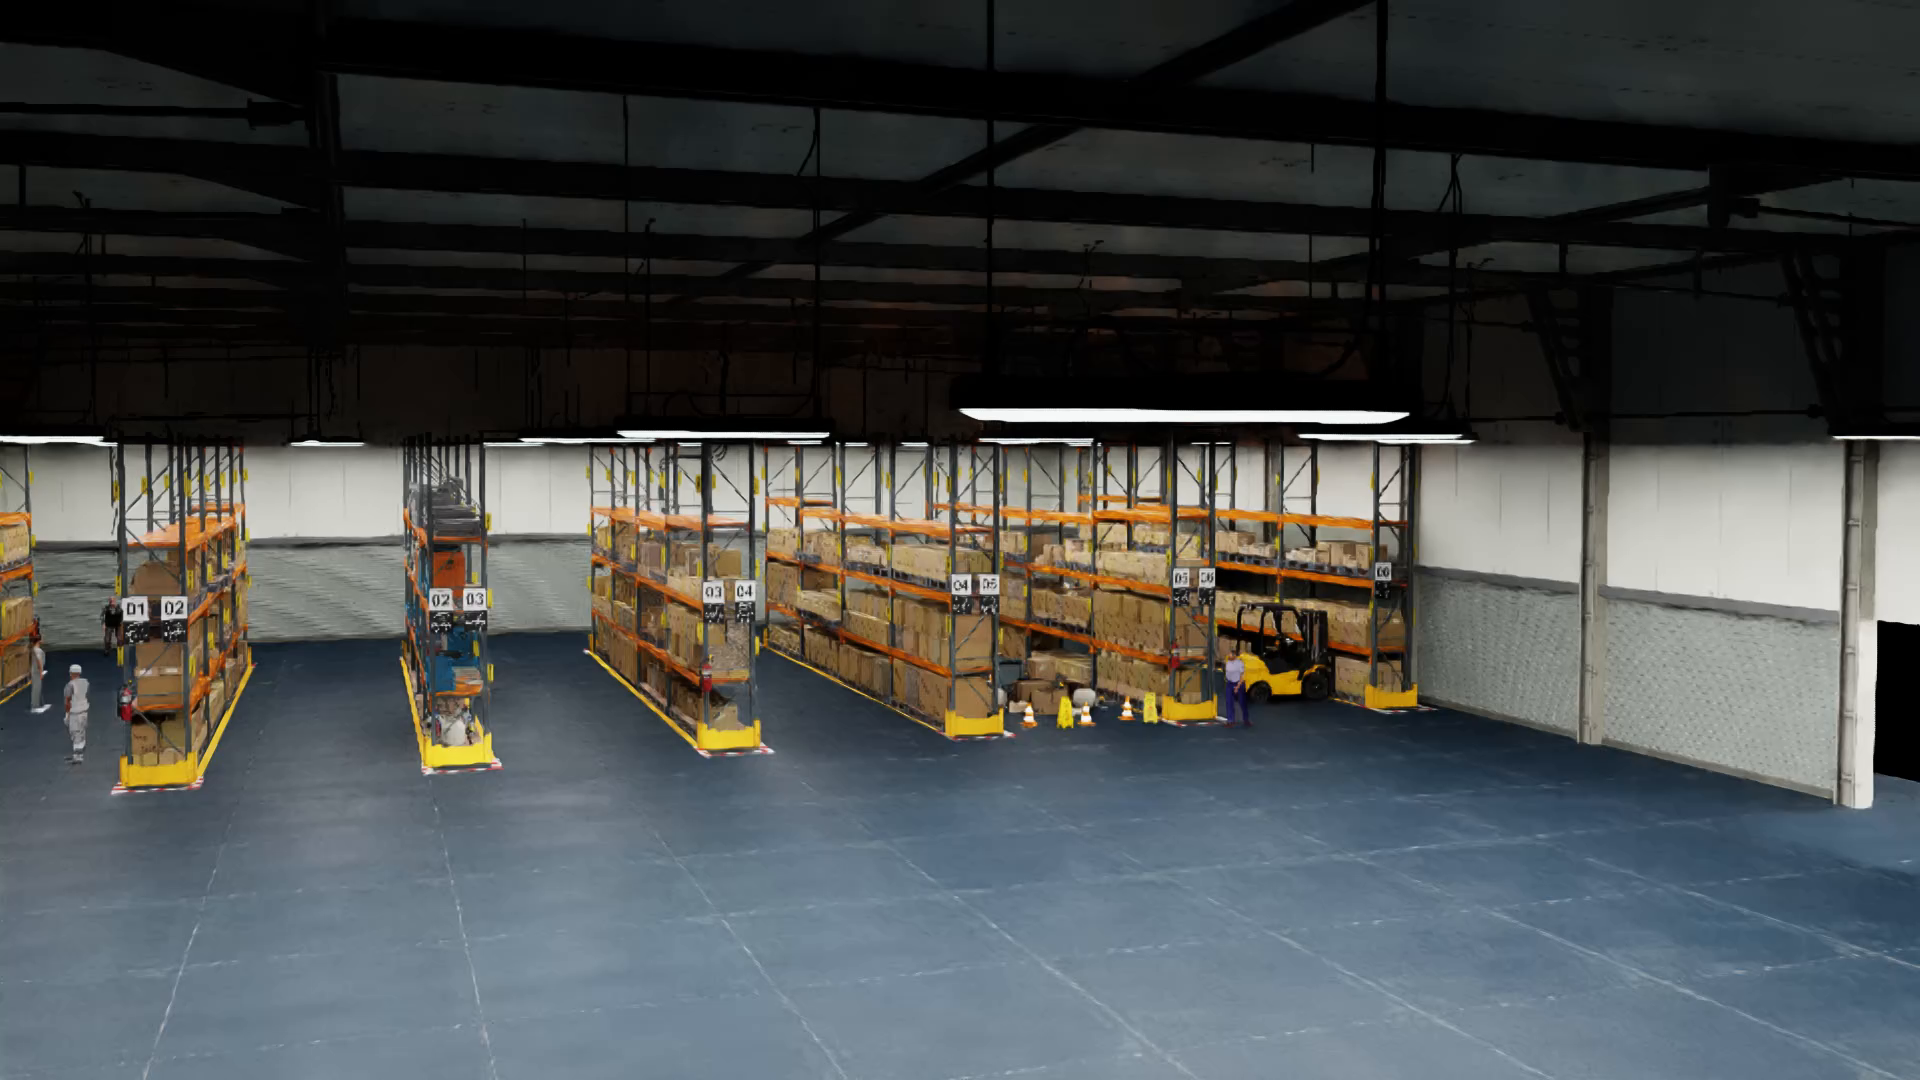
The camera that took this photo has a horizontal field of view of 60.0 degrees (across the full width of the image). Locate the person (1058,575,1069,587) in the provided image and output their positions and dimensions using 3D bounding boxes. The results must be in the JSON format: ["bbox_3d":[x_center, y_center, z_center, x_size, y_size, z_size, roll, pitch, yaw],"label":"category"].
[{"bbox_3d":[3.357,1.938,53.424,0.523,1.663,0.536,1,3,17],"label":"person"}]

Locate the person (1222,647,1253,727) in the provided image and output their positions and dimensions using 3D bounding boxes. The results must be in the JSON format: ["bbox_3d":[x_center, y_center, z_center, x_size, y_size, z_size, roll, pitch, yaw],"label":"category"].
[{"bbox_3d":[5.699,3.023,34.175,0.518,1.614,0.688,3,4,42],"label":"person"}]

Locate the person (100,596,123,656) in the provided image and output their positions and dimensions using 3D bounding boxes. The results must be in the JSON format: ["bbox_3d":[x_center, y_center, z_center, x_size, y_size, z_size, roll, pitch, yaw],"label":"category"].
[{"bbox_3d":[-23.257,2.362,45.703,0.677,1.674,0.534,-1,3,-22],"label":"person"}]

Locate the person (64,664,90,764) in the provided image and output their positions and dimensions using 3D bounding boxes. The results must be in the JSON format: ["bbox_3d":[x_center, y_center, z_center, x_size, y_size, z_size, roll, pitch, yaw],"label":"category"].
[{"bbox_3d":[-16.090,3.138,30.180,0.494,1.786,0.606,1,3,11],"label":"person"}]

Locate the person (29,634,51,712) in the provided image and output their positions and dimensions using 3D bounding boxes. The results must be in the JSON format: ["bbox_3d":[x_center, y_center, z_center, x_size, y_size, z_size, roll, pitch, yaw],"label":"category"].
[{"bbox_3d":[-19.967,2.869,36.081,0.452,1.678,0.540,-3,4,-41],"label":"person"}]
